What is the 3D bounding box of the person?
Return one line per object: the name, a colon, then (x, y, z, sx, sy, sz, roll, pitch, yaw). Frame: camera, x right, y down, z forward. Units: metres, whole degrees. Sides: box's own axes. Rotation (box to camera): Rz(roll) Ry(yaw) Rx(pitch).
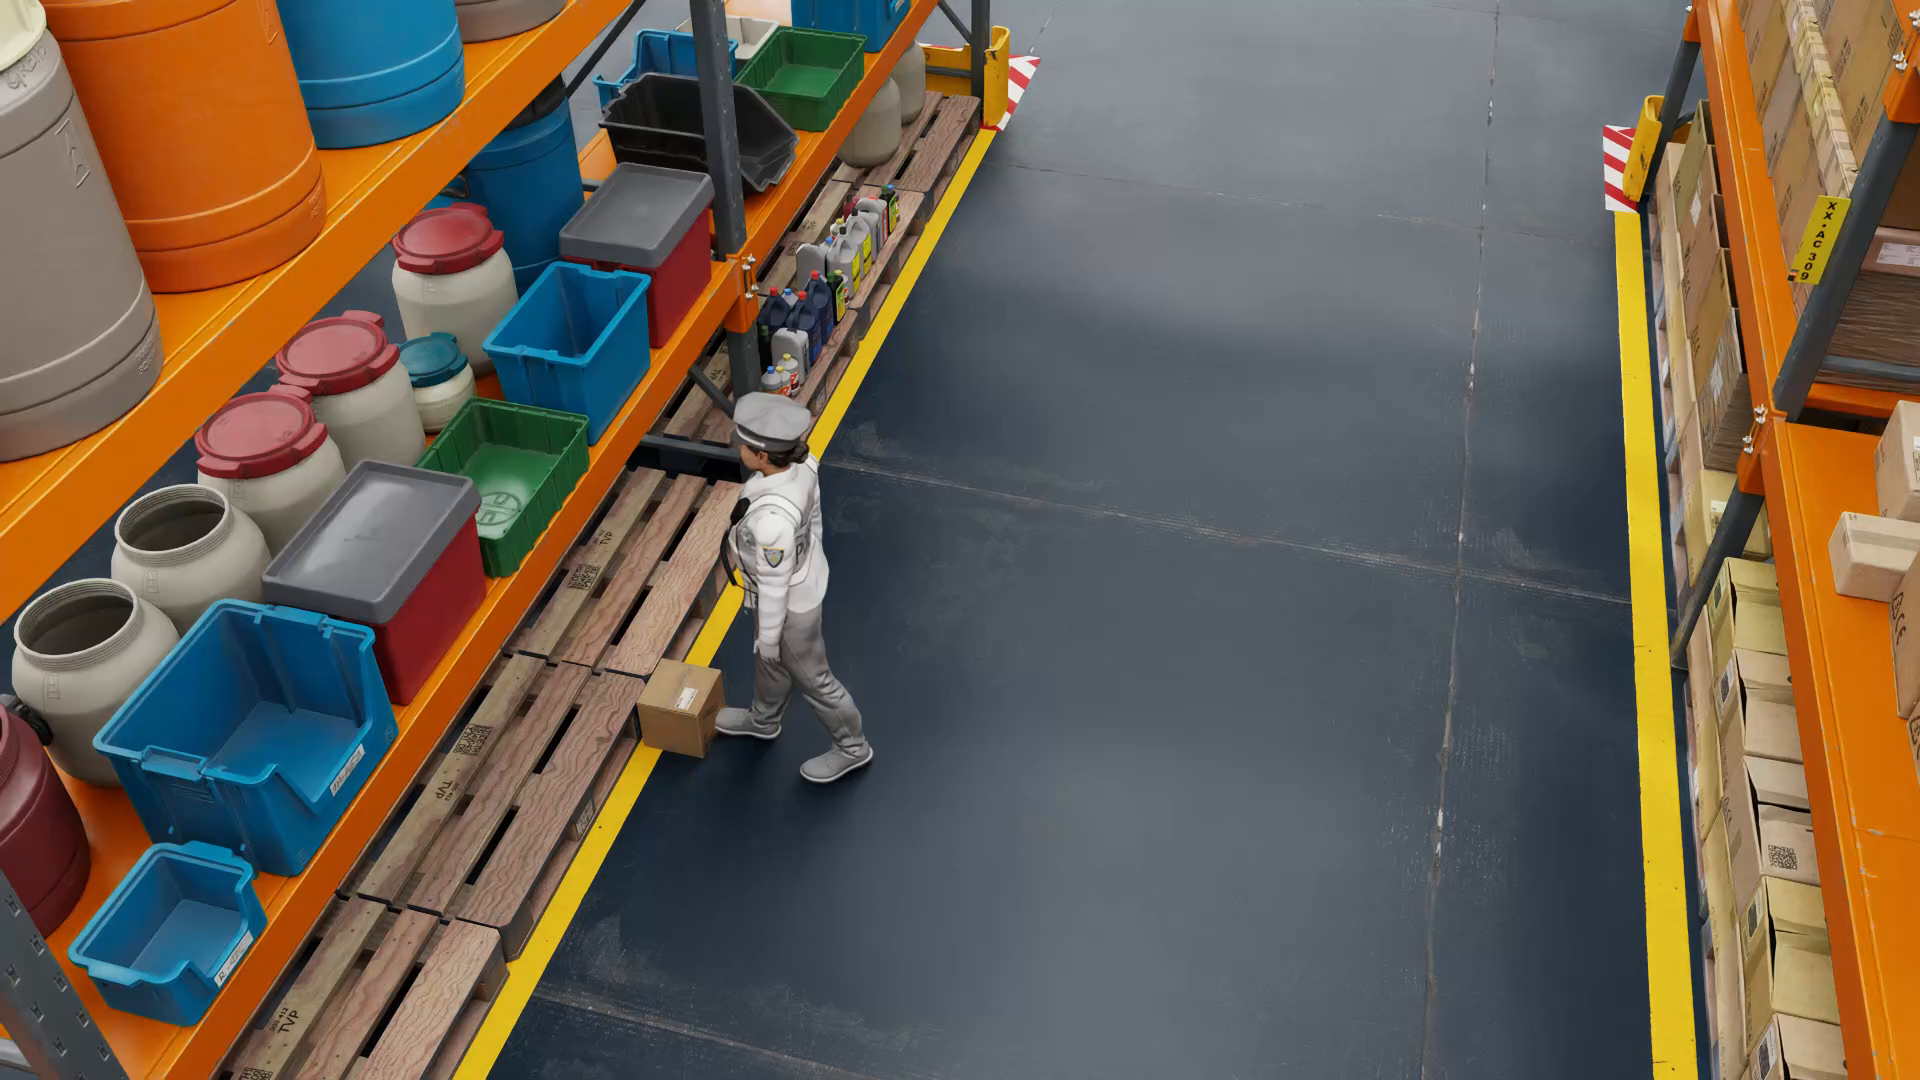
person: (-0.665, 0.195, 5.913, 0.658, 1.663, 0.486, 3, 41, 3)
